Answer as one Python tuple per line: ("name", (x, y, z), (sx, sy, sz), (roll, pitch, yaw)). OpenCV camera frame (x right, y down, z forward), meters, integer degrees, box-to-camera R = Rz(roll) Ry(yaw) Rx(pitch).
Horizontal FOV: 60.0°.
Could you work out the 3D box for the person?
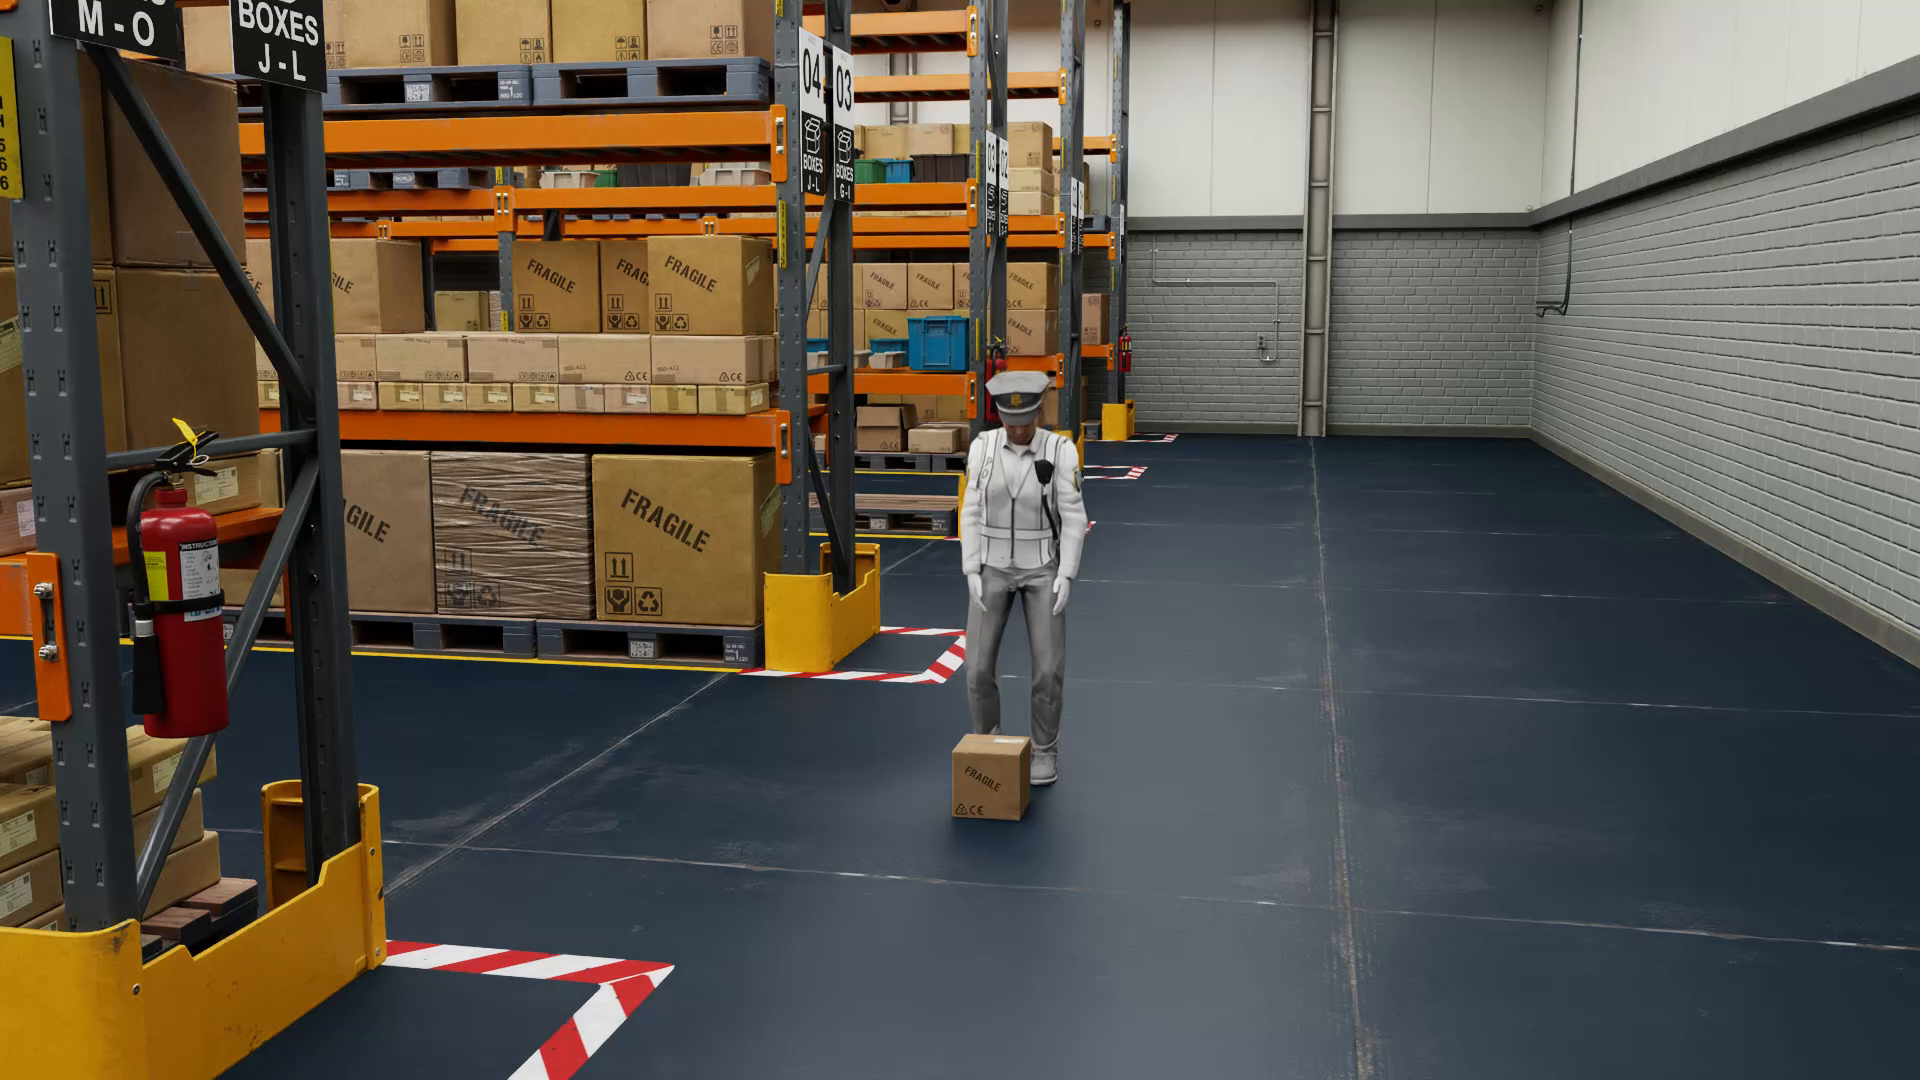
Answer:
("person", (0.242, 0.148, 6.494), (0.504, 1.616, 0.465), (2, 8, 13))
